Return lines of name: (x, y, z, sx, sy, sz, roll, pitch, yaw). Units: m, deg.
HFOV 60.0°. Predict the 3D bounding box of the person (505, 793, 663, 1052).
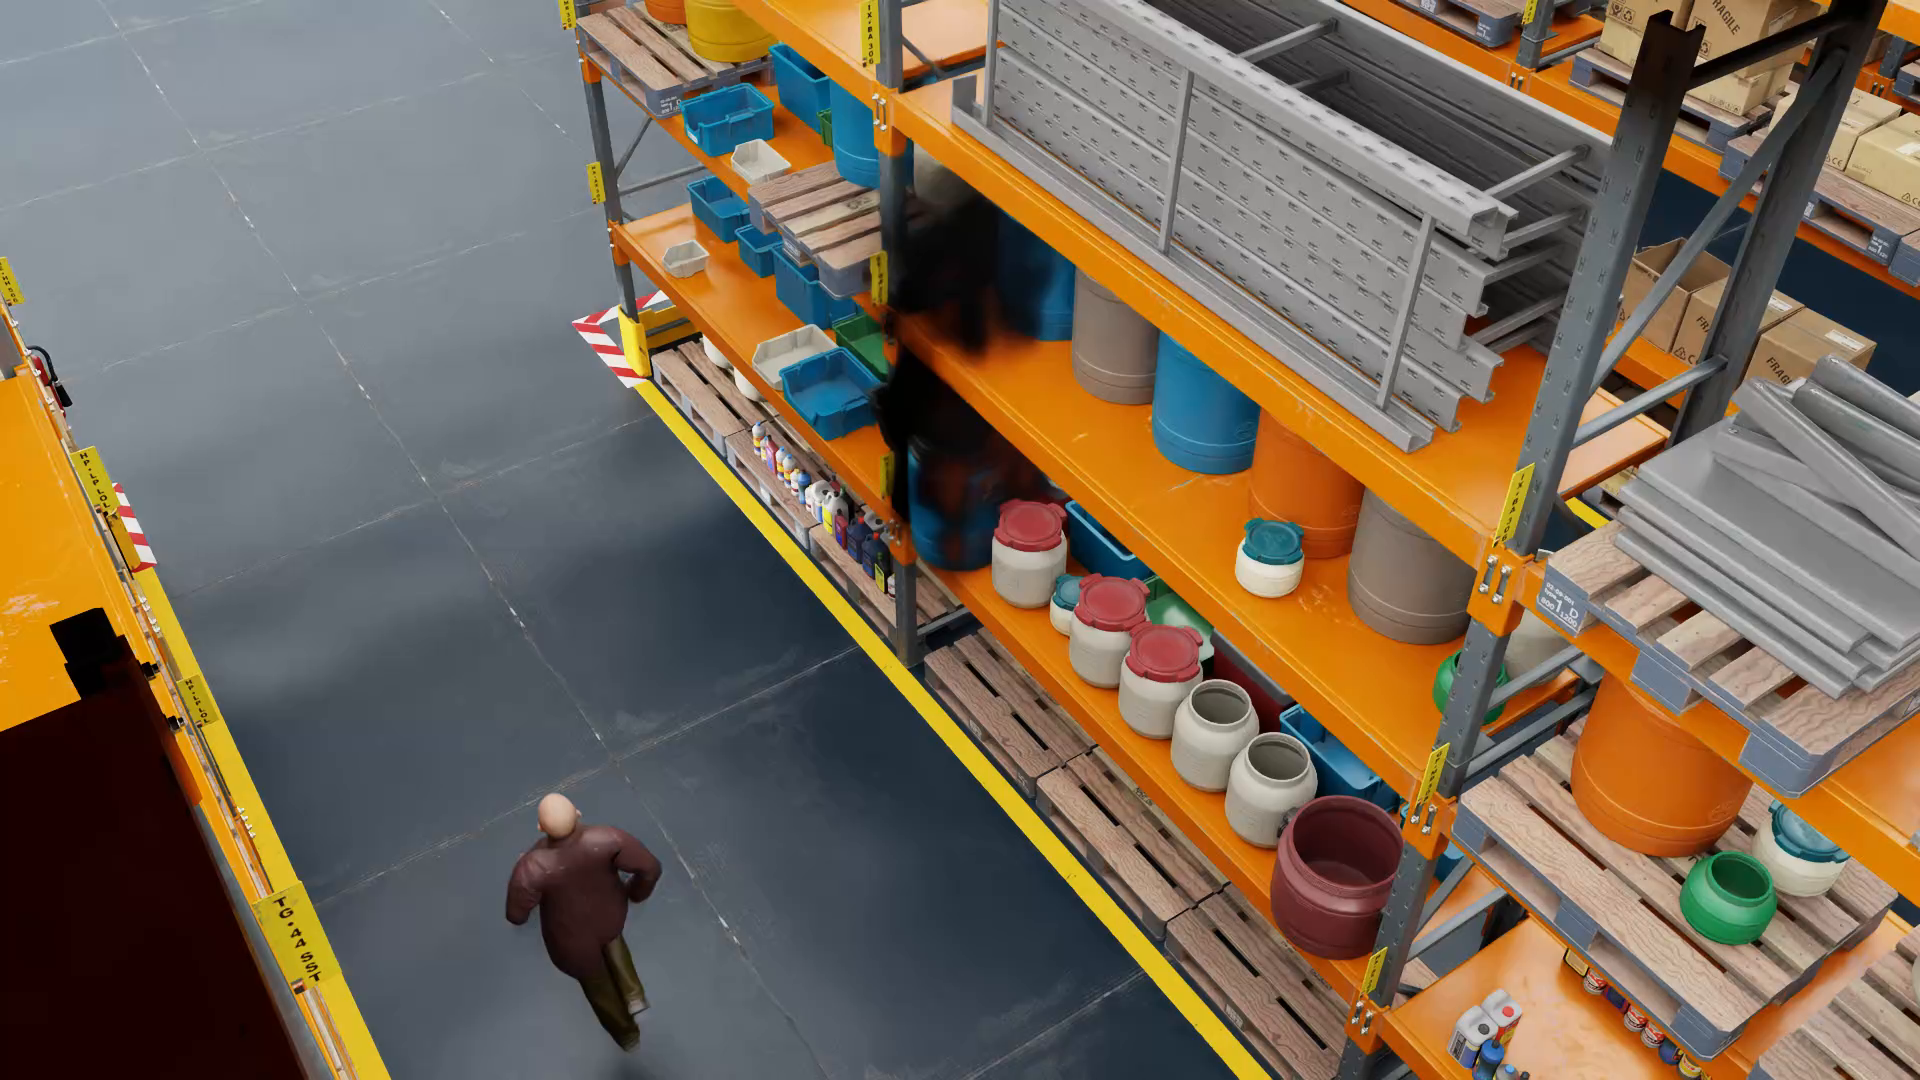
person: (-1.840, 1.810, 8.095, 0.717, 1.795, 0.644, -25, 48, -25)
